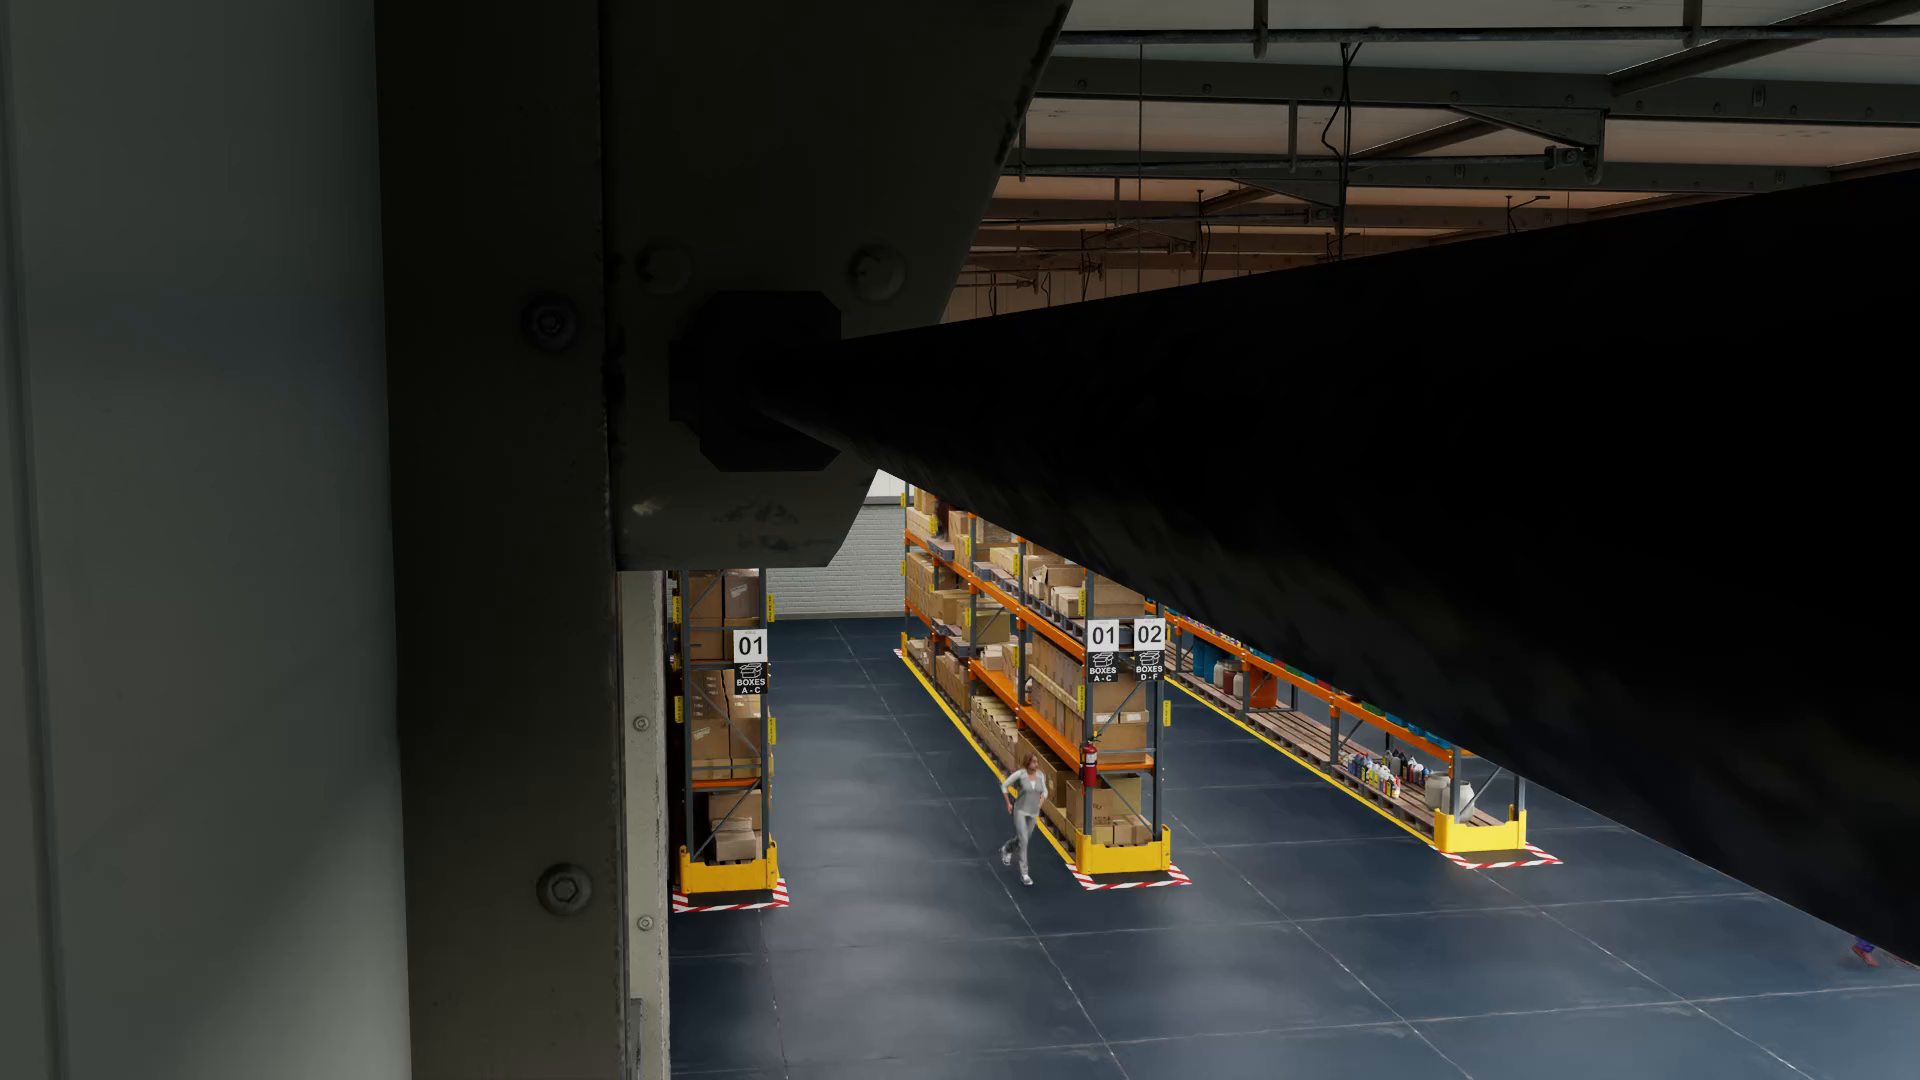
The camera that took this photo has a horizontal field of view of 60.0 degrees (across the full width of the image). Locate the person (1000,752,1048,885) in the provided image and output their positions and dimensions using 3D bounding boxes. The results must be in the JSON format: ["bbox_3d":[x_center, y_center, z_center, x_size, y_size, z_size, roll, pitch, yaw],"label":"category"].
[{"bbox_3d":[0.822,3.394,20.626,0.578,1.560,0.895,-3,7,-25],"label":"person"}]

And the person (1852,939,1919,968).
[{"bbox_3d":[9.844,3.711,17.481,0.828,1.668,0.623,2,6,16],"label":"person"}]
